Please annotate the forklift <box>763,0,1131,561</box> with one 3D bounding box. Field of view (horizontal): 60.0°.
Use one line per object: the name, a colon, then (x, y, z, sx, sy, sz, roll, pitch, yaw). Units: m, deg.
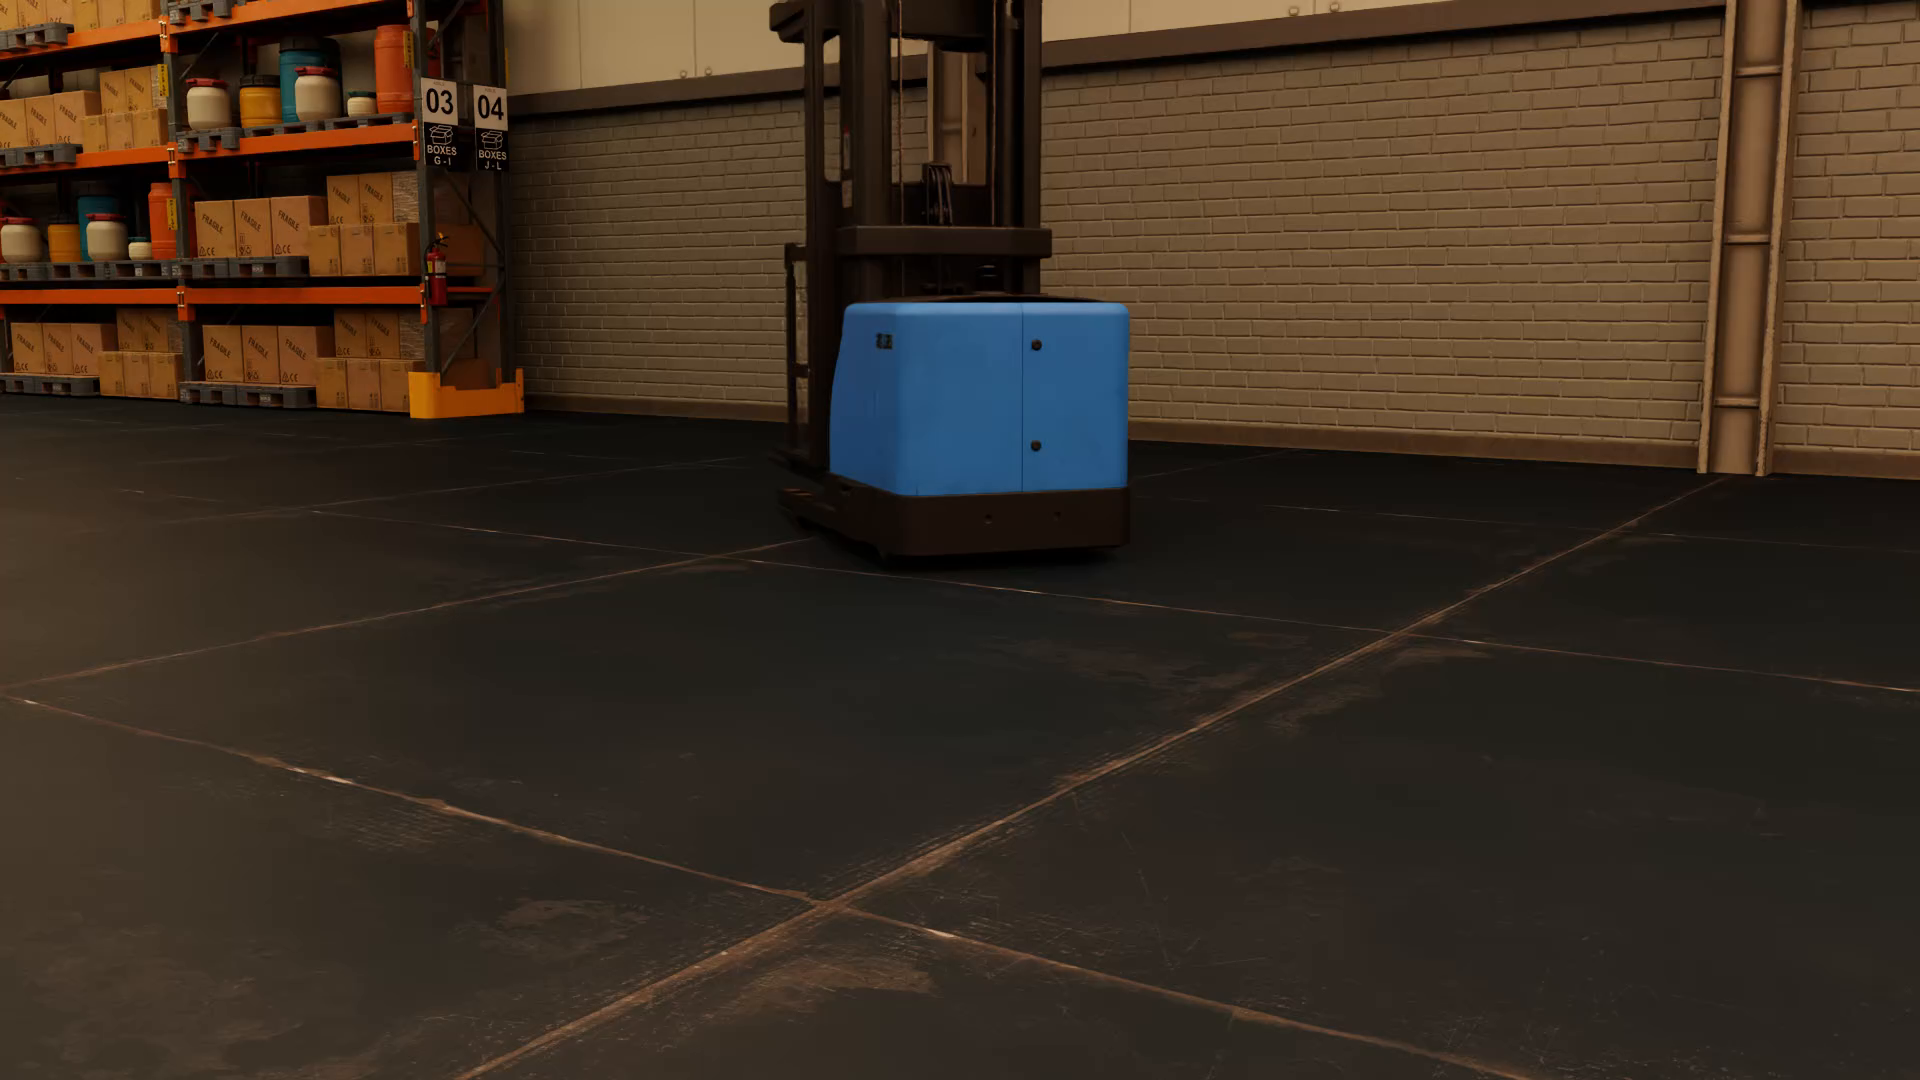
forklift: (-0.271, -1.536, 7.993, 1.130, 2.935, 3.031, -3, 9, -20)
